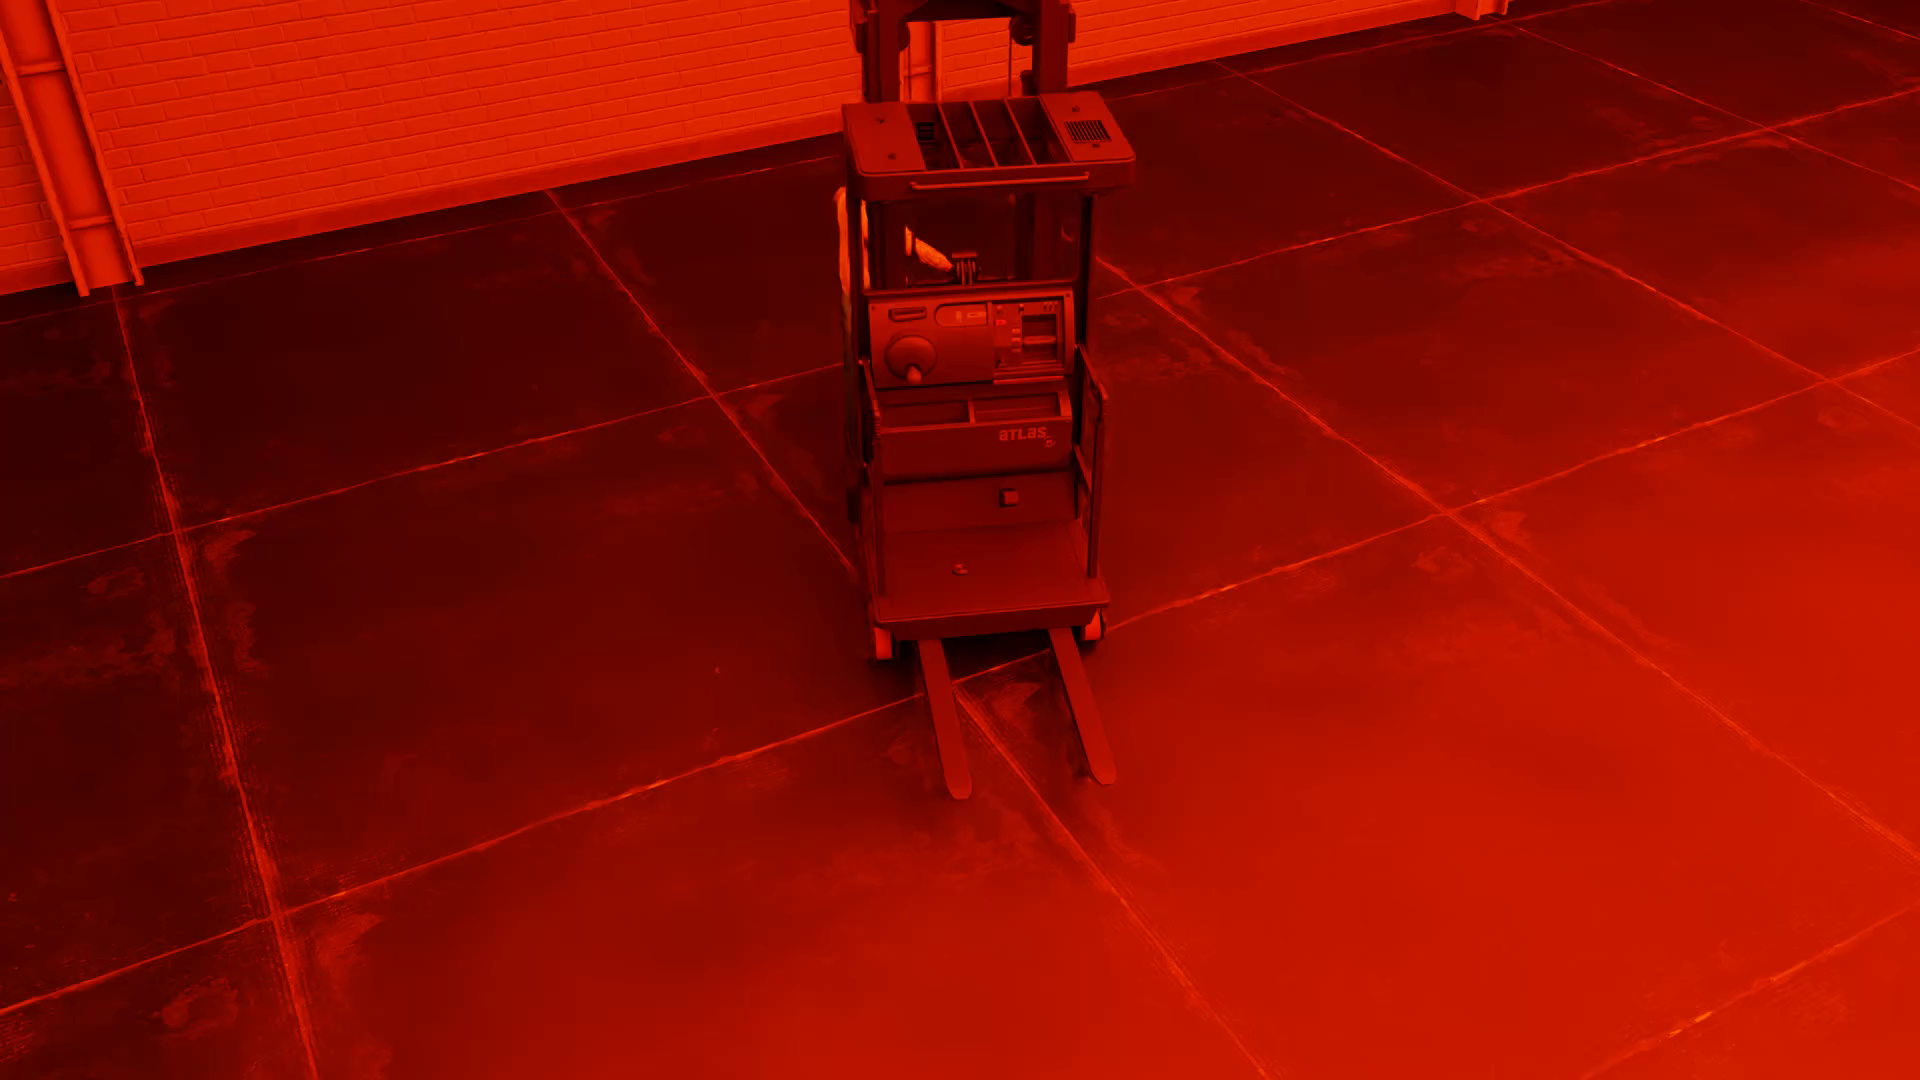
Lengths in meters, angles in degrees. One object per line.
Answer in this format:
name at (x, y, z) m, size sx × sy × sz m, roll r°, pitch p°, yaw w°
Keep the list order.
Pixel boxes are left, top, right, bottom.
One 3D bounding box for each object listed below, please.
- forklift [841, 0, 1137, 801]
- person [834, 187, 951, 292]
forklift at (0.089, -0.848, 7.323) m, size 1.130 × 2.935 × 3.031 m, roll -5°, pitch 36°, yaw -7°
person at (-0.307, -1.484, 9.406) m, size 0.765 × 1.641 × 1.007 m, roll -13°, pitch 37°, yaw -18°
